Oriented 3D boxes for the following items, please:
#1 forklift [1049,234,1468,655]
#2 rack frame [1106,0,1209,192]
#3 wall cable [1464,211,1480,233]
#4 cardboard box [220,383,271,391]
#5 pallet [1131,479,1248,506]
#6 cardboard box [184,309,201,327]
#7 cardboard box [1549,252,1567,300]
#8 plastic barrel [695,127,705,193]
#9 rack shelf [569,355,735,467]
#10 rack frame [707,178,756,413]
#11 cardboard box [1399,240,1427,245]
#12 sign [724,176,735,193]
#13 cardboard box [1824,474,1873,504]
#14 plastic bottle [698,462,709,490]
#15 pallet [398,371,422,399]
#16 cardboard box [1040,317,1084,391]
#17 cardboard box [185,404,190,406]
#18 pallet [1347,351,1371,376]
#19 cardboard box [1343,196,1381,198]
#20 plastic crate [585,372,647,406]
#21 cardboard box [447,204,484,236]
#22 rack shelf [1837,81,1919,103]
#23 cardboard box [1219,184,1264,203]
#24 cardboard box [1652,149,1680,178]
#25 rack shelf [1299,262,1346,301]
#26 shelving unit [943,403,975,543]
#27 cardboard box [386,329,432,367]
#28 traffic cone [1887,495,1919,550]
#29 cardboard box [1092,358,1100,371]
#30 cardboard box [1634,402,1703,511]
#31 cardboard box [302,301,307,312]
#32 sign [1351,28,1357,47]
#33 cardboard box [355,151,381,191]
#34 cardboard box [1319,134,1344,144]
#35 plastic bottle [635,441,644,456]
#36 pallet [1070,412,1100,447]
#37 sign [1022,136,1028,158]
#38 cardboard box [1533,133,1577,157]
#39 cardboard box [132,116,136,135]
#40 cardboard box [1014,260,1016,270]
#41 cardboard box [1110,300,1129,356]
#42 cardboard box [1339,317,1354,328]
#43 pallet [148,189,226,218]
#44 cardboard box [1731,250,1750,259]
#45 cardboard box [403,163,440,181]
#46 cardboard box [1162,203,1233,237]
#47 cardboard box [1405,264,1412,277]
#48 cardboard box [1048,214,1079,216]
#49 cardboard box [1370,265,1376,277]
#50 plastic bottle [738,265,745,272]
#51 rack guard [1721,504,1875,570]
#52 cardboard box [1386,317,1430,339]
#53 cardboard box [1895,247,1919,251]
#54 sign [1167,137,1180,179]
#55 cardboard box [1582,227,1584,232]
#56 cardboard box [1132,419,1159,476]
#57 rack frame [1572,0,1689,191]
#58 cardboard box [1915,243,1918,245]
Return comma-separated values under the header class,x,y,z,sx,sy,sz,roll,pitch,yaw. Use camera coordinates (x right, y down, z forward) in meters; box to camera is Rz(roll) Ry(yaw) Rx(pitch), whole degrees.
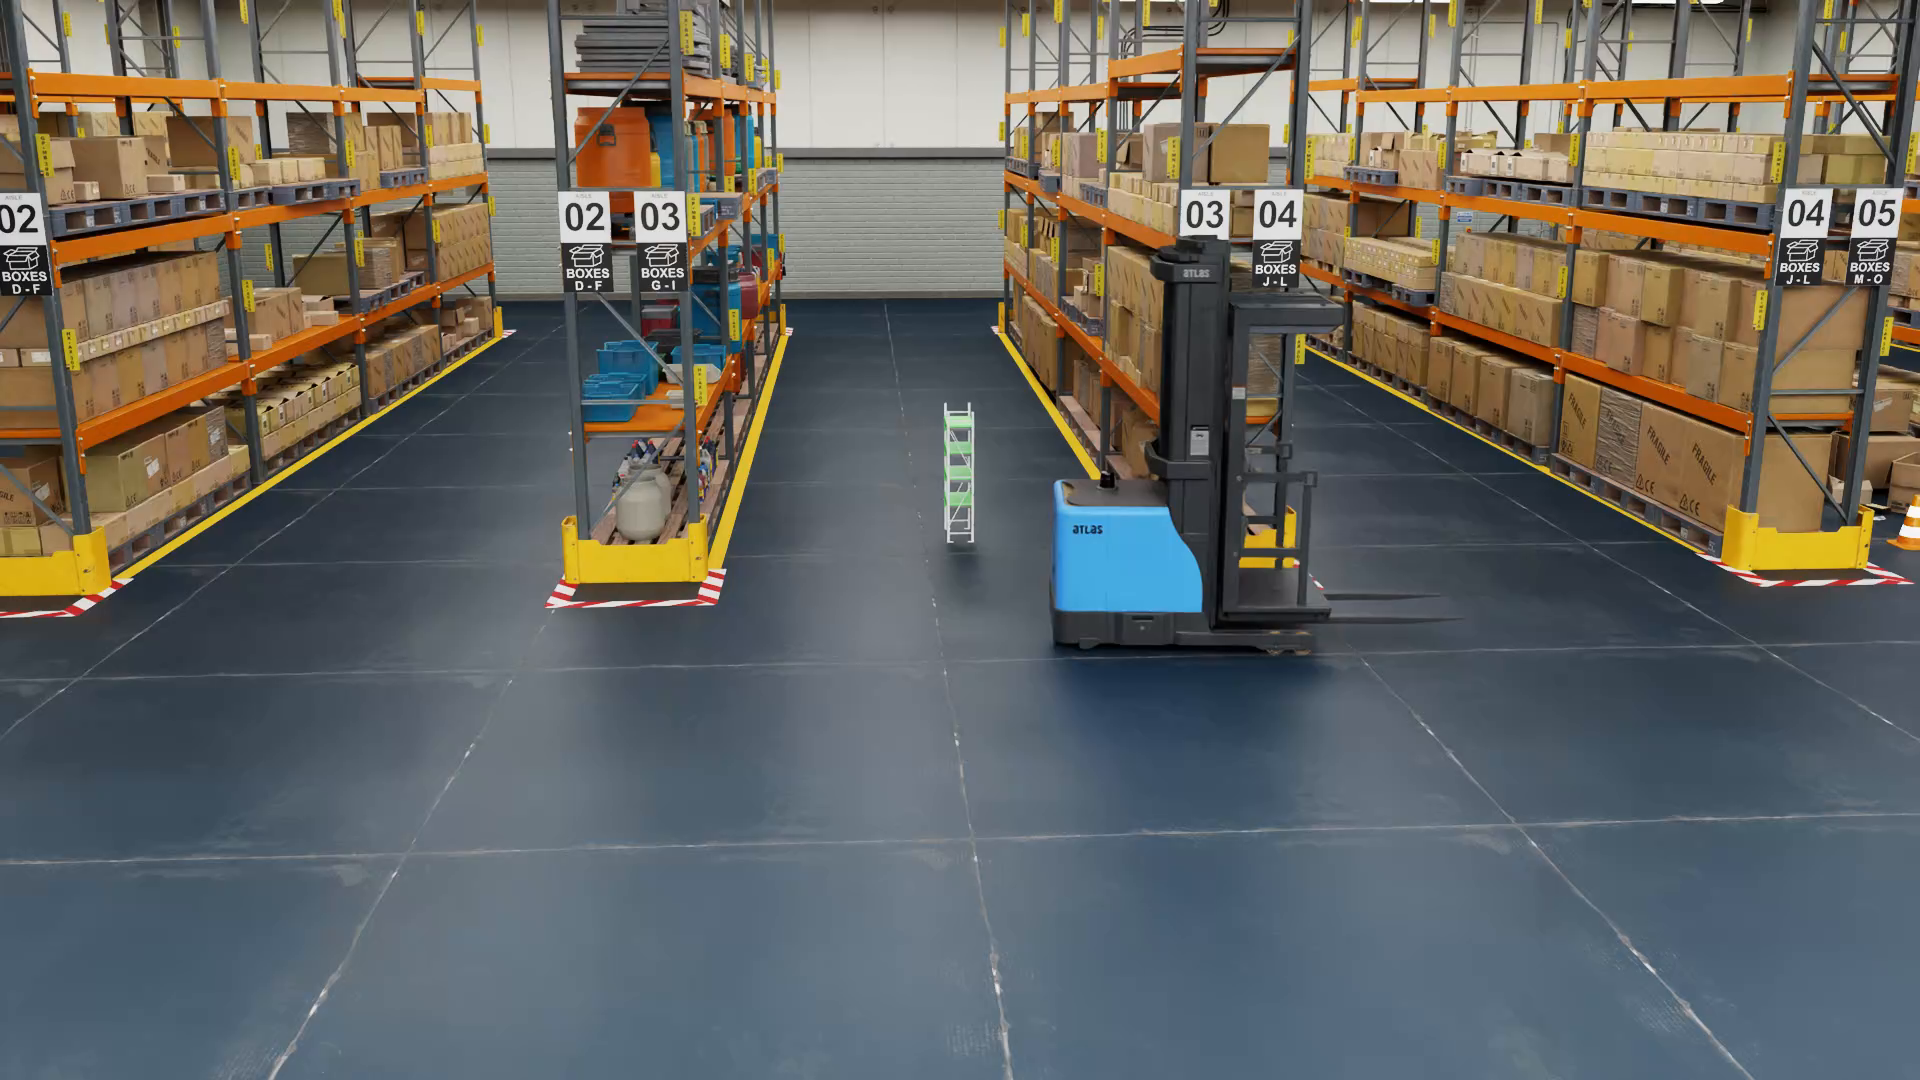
class,x,y,z,sx,sy,sz,roll,pitch,yaw
forklift,2.203,-0.725,12.184,3.031,2.935,1.130,0,14,1
rack frame,2.026,-5.097,17.002,1.000,3.000,0.127,-1,14,-3
wall cable,10.801,-7.239,35.262,0.585,1.953,0.123,-1,14,-3
cardboard box,-8.267,-1.658,19.224,0.500,0.311,0.500,-1,14,-4
pallet,2.182,-0.371,16.268,1.003,0.211,1.213,-1,14,-3
cardboard box,-7.581,-2.146,16.069,0.380,0.149,0.250,-1,14,-4
cardboard box,6.946,-2.899,18.292,0.700,0.500,0.500,-1,14,-4
plastic barrel,-3.290,-4.401,19.452,0.600,0.830,0.708,-1,14,-3
rack shelf,-2.793,-1.270,15.609,1.077,0.370,4.000,-1,14,-3
rack frame,-3.165,-3.110,21.319,1.000,3.000,0.127,-1,14,-3
cardboard box,6.739,-4.375,24.701,0.380,0.149,0.250,-1,14,-5
sign,-2.367,-3.578,17.100,0.100,0.325,0.005,-1,14,-3
cardboard box,8.928,-0.520,16.739,0.396,0.266,0.258,2,15,6
plastic bottle,-2.511,-0.629,16.266,0.097,0.271,0.097,0,14,0
pallet,-8.190,-2.173,23.273,1.003,0.211,1.213,-1,14,-3
cardboard box,1.756,-2.533,22.496,1.225,0.875,0.875,-2,15,-6
cardboard box,-8.145,-1.155,16.888,0.500,0.500,0.500,-1,14,-3
pallet,6.537,-2.689,25.277,1.003,0.211,1.213,-1,14,-3
cardboard box,6.625,-5.408,27.444,0.500,0.500,0.500,-1,14,-5
plastic crate,-3.034,-1.330,14.698,0.499,0.251,0.408,-1,14,-3
cardboard box,-8.271,-5.325,27.719,0.500,0.500,0.500,0,14,-2
rack shelf,16.252,-7.465,27.654,1.077,0.370,4.000,-1,14,-3
cardboard box,2.430,-2.969,14.251,0.380,0.149,0.250,-1,14,-4
cardboard box,6.830,-3.517,15.538,0.500,0.250,0.500,-1,14,-3
rack shelf,6.363,-4.382,27.705,1.077,0.370,4.000,-1,14,-3
shelving unit,-0.010,-0.622,15.260,0.258,1.200,0.503,-1,14,-3
cardboard box,-8.018,-2.791,24.210,0.500,0.500,0.500,-1,14,-3
traffic cone,8.615,-0.174,14.997,0.336,0.463,0.334,-1,14,-3
cardboard box,1.893,-2.254,20.621,0.500,0.250,0.500,1,14,3
cardboard box,7.066,-0.809,15.797,0.875,0.875,0.875,-1,14,-4
cardboard box,-8.247,-2.766,20.160,0.500,0.311,0.500,-1,14,-4
sign,6.795,-8.666,28.678,0.100,0.325,0.005,-1,14,-3
cardboard box,-8.234,-4.900,22.054,0.910,0.500,0.500,-1,14,-3
cardboard box,6.053,-6.506,26.993,0.380,0.149,0.250,-1,14,-4
plastic bottle,-3.281,-0.838,16.922,0.144,0.351,0.185,0,14,-2
pallet,1.898,-1.339,20.031,1.003,0.211,1.213,-1,14,-3
sign,0.977,-5.914,24.999,0.100,0.325,0.005,-1,14,-3
cardboard box,7.122,-4.563,19.701,0.500,0.500,0.500,-1,14,-3
cardboard box,-13.139,-6.379,25.757,0.500,0.500,0.500,-1,14,-3
cardboard box,1.090,-4.514,27.277,0.380,0.149,0.250,-1,14,-3
cardboard box,1.988,-2.147,16.776,0.875,0.500,0.500,-1,14,-3
cardboard box,6.205,-3.428,26.239,0.380,0.149,0.250,0,14,-2
pallet,-7.783,-3.238,15.973,1.003,0.211,1.213,-1,14,-3
cardboard box,11.312,-4.248,23.533,0.500,0.500,0.500,-1,14,-3
cardboard box,-8.140,-5.534,25.021,0.500,0.250,0.500,-1,14,-3
cardboard box,1.991,-2.693,13.979,0.500,0.250,0.500,-1,14,-2
cardboard box,6.232,-3.646,22.466,0.380,0.149,0.250,0,14,-1
cardboard box,1.696,-4.991,26.828,0.500,0.500,0.500,-1,14,-5
cardboard box,6.139,-3.885,23.991,0.380,0.149,0.250,-1,14,-4
plastic bottle,-3.162,-3.809,24.135,0.144,0.351,0.185,-1,14,-3
rack guard,7.232,-0.032,14.371,1.175,0.500,0.348,-1,14,-3
cardboard box,6.373,-3.012,23.606,0.500,0.250,0.500,-1,14,-2
cardboard box,11.545,-3.359,20.643,0.500,0.500,0.500,-1,14,-2
sign,1.719,-3.075,13.385,0.100,0.325,0.005,-1,14,-3
cardboard box,10.958,-5.610,28.826,0.500,0.500,0.500,-1,14,-5
cardboard box,2.054,-0.942,17.066,0.500,0.500,0.500,4,15,14
rack frame,6.983,-5.149,17.202,1.000,3.000,0.127,-1,14,-3
cardboard box,16.055,-4.731,27.321,0.500,0.250,0.500,-1,14,-3
